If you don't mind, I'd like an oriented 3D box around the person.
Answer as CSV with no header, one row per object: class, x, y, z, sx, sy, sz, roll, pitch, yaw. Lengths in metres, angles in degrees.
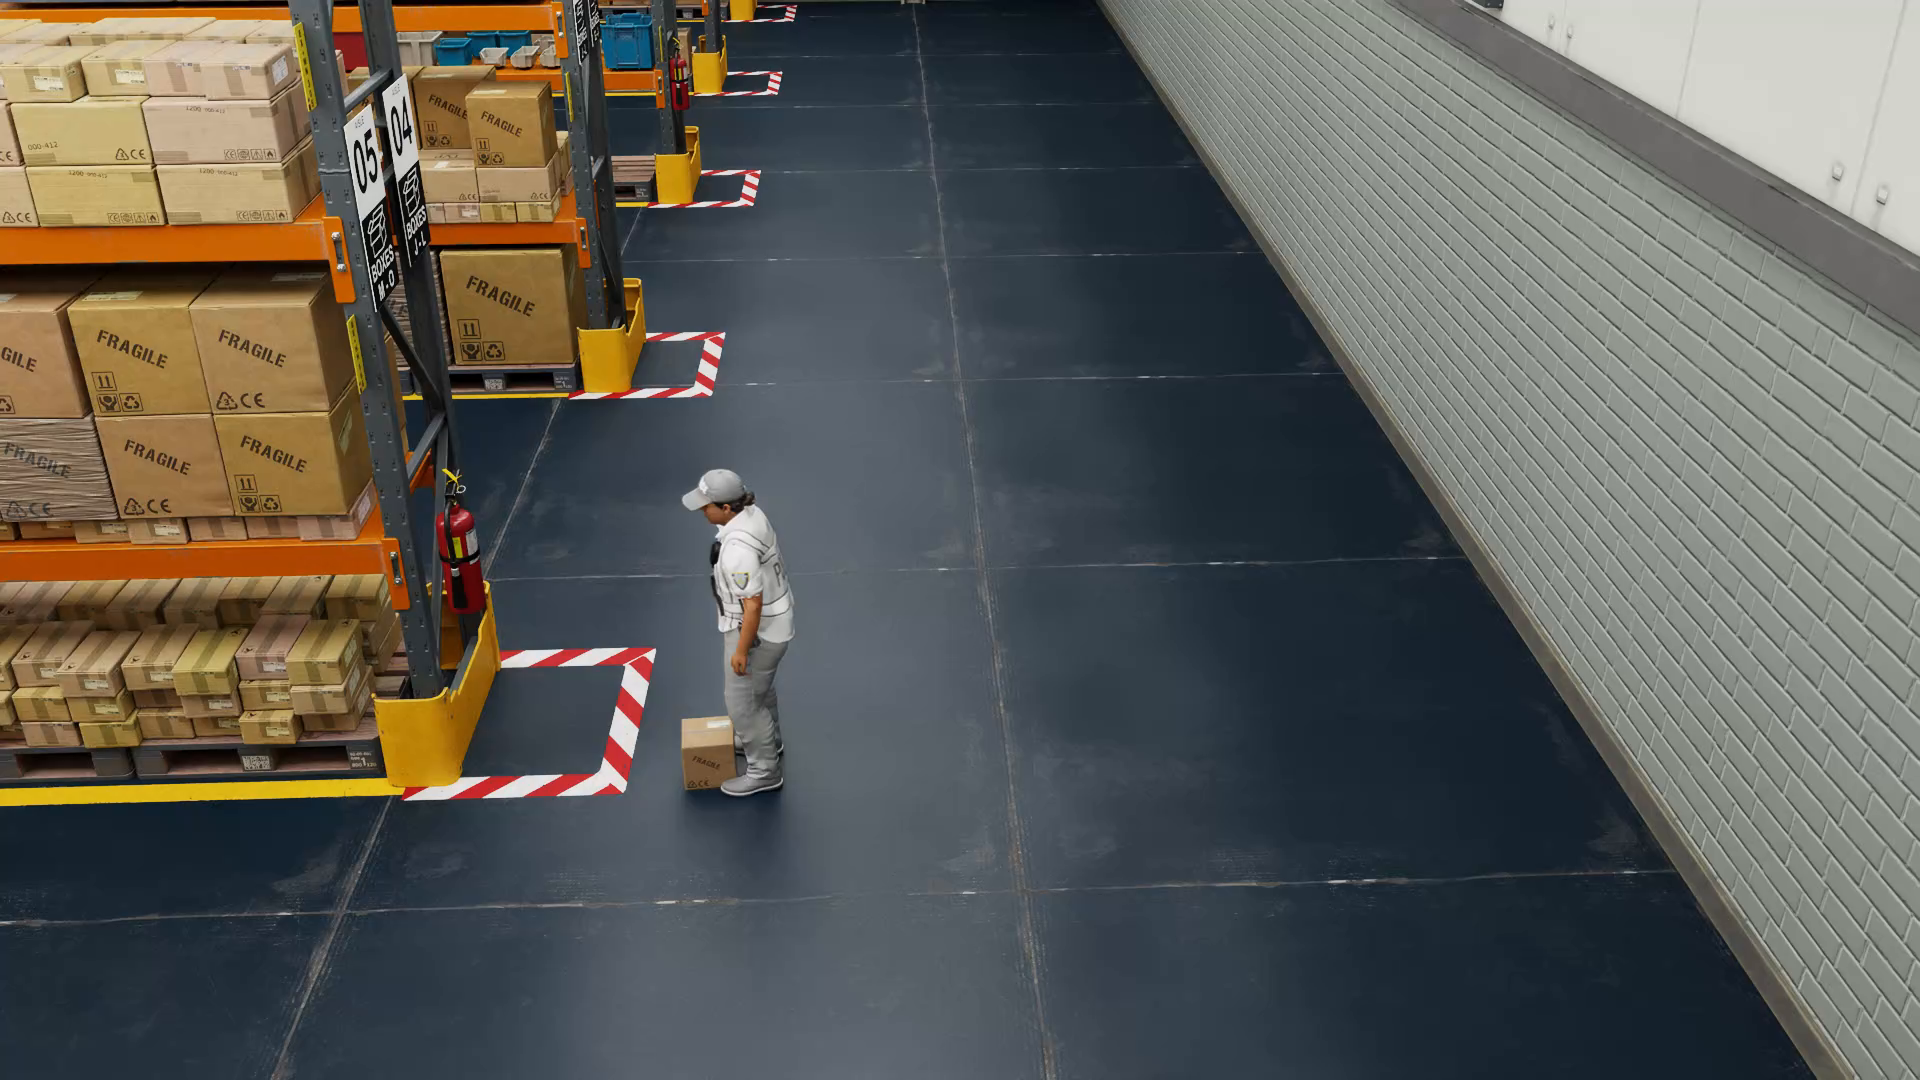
person,-1.014,0.411,7.831,0.473,1.666,0.550,-2,28,-3
